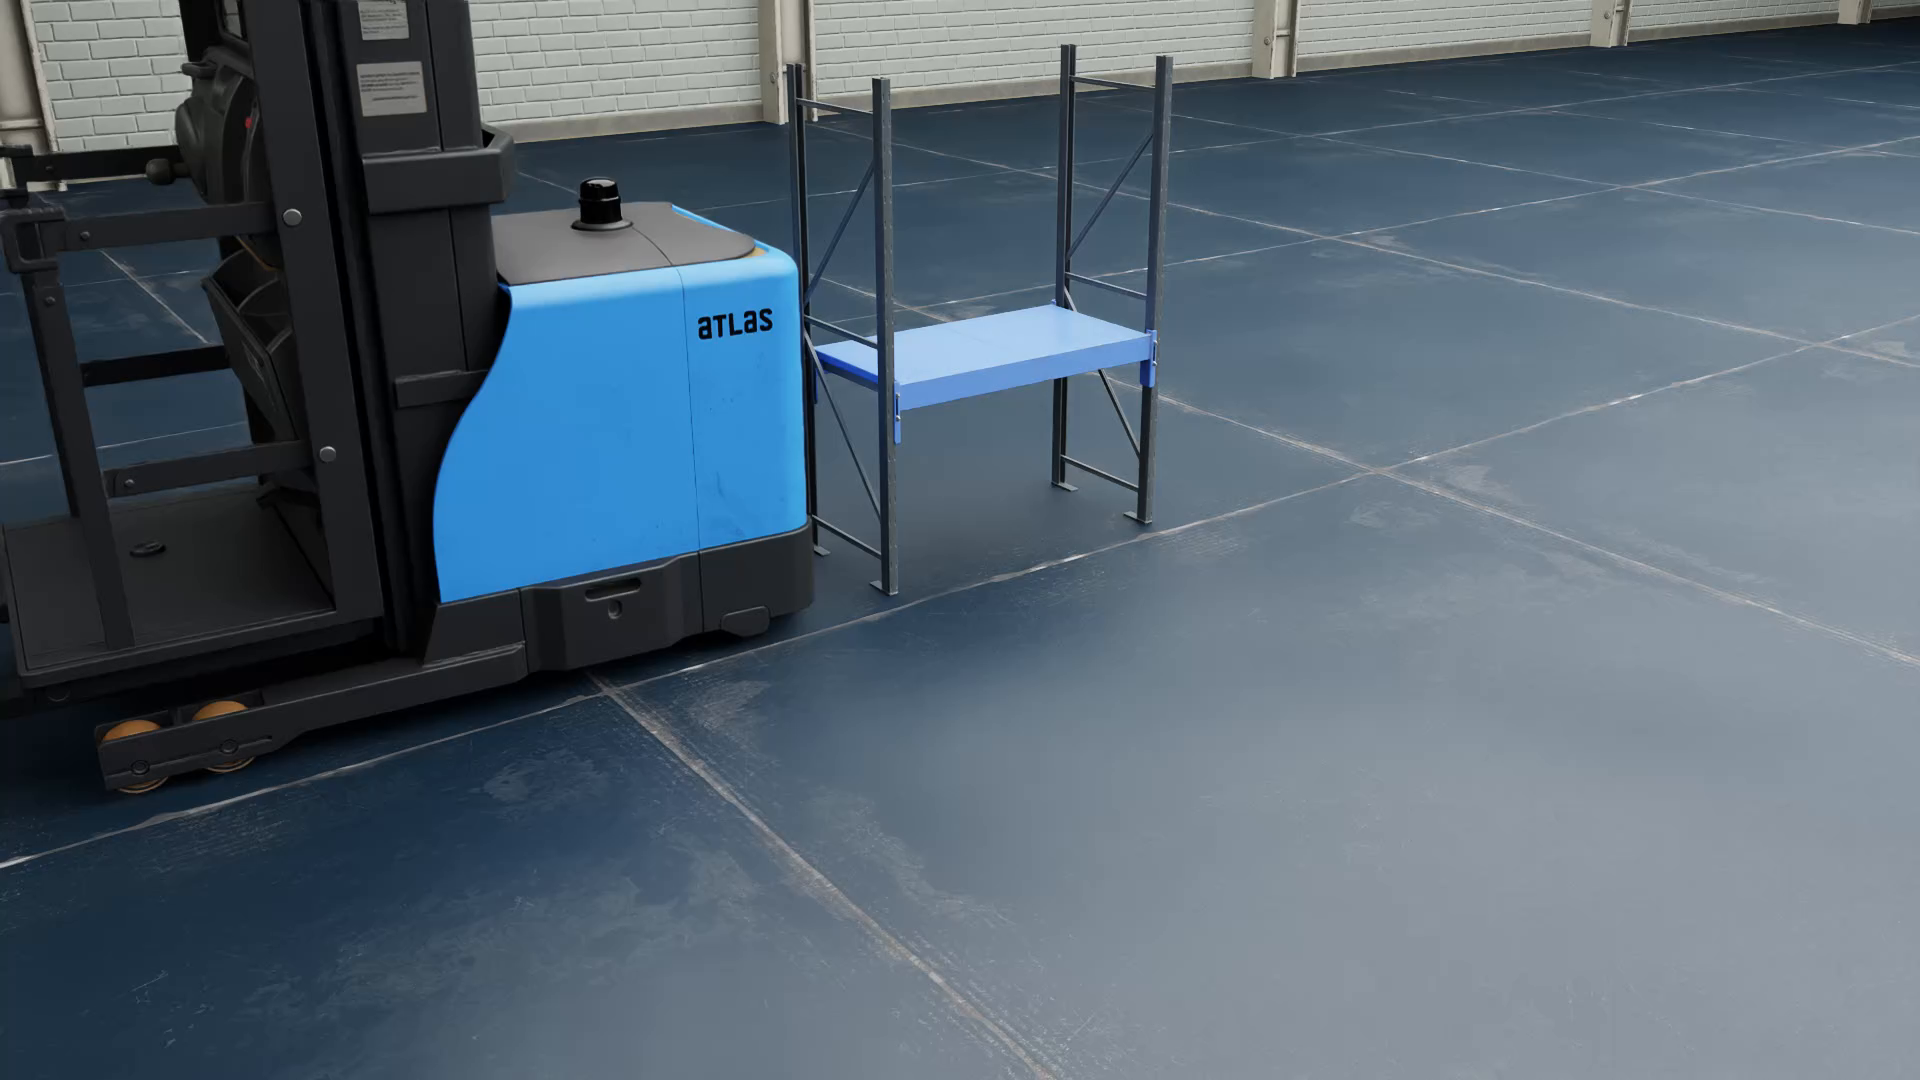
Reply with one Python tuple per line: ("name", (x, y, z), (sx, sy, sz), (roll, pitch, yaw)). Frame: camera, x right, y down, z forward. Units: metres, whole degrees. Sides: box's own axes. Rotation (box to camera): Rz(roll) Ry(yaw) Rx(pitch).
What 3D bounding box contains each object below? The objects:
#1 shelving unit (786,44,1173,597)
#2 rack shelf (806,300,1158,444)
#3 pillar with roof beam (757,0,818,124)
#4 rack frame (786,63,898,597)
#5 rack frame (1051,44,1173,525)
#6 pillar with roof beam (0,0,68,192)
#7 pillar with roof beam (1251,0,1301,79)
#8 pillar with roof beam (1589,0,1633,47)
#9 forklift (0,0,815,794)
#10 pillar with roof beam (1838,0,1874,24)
("shelving unit", (0.069, -0.715, 5.165), (1.048, 1.500, 0.538), (-15, 26, -33))
("rack shelf", (0.069, -0.548, 5.231), (1.000, 0.185, 0.538), (-15, 26, -33))
("pillar with roof beam", (1.015, -6.584, 9.754), (0.400, 9.000, 9.100), (-15, 26, -33))
("rack frame", (-0.343, -0.605, 4.889), (0.032, 1.500, 0.500), (-15, 26, -33))
("rack frame", (0.482, -0.825, 5.440), (0.032, 1.500, 0.500), (-15, 26, -33))
("pillar with roof beam", (-3.855, -5.285, 6.499), (0.400, 9.000, 9.100), (-15, 26, -33))
("pillar with roof beam", (5.886, -7.882, 13.008), (0.400, 9.000, 9.100), (-15, 26, -33))
("pillar with roof beam", (10.756, -9.181, 16.263), (0.400, 9.000, 9.100), (-15, 26, -33))
("forklift", (-1.947, -0.990, 3.923), (3.031, 2.935, 1.130), (-12, 25, -28))
("pillar with roof beam", (15.627, -10.480, 19.517), (0.400, 9.000, 9.100), (-15, 26, -33))
